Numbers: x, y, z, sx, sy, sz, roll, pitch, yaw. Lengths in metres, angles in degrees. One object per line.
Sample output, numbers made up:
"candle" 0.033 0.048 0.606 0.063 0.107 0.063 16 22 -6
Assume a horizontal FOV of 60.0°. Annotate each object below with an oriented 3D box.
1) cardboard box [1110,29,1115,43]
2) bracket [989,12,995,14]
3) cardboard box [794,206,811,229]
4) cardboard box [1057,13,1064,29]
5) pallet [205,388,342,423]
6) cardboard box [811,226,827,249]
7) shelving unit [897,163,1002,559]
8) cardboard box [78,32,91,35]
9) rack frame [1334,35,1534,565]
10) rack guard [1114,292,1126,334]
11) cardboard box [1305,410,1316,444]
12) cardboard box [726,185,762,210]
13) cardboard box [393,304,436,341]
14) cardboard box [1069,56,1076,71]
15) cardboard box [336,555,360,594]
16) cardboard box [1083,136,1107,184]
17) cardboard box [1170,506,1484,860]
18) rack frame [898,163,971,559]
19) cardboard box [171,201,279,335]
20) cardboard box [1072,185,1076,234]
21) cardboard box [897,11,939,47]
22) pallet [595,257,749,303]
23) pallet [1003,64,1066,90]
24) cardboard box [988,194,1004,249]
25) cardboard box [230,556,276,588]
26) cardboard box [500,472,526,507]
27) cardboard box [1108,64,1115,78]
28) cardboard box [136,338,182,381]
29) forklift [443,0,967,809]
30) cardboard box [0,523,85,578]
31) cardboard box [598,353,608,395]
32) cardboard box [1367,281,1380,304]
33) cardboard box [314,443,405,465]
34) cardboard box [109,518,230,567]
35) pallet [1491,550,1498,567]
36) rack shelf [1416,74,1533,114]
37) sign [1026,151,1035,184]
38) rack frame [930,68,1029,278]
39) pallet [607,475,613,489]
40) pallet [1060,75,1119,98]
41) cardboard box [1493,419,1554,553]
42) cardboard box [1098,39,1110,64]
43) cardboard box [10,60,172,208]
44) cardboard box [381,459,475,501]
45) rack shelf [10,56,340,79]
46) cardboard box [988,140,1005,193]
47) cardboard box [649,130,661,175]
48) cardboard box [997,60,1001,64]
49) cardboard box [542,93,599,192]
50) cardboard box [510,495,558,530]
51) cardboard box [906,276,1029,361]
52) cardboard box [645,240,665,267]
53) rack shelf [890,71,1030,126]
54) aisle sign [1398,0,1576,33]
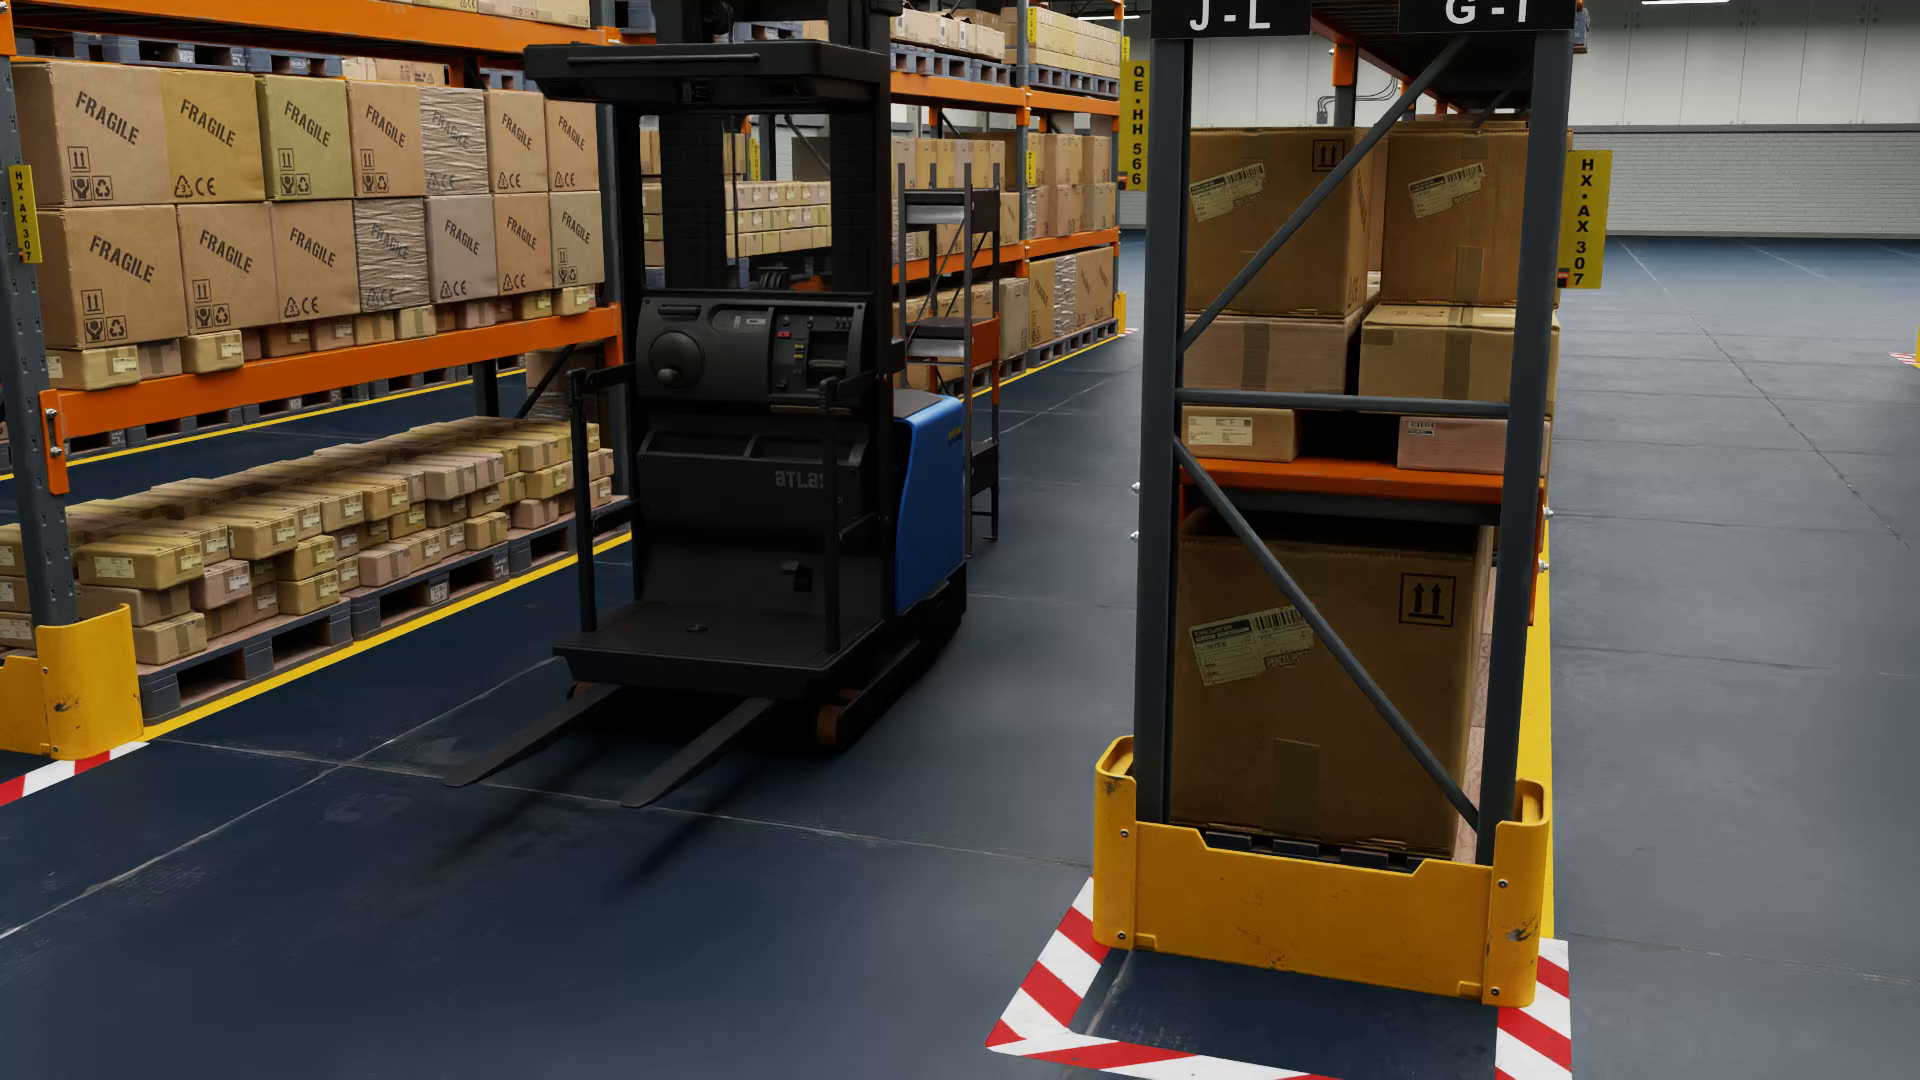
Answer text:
"cardboard box" 1.615 -5.927 19.577 0.380 0.149 0.250 4 14 19
"bracket" 0.901 -15.586 49.461 0.235 0.232 0.430 4 14 18
"cardboard box" -1.248 -2.227 11.455 0.380 0.149 0.250 5 14 20
"cardboard box" 0.876 -5.445 17.467 0.380 0.149 0.250 4 13 17
"pallet" -6.146 -1.223 14.372 1.003 0.211 1.213 4 14 18
"cardboard box" -1.163 -2.138 11.735 0.380 0.149 0.250 4 13 16
"shelving unit" -0.054 -0.989 9.102 0.431 2.100 0.503 4 14 18
"cardboard box" -6.644 -3.863 12.513 0.380 0.166 0.250 6 14 23
"rack frame" 2.263 -1.187 7.949 1.000 3.000 0.127 4 14 18
"rack guard" 1.493 -2.879 20.977 1.175 0.500 0.348 4 14 18
"cardboard box" 0.855 -0.376 4.960 0.380 0.149 0.250 5 14 19
"cardboard box" -1.500 -2.207 10.701 0.380 0.149 0.250 4 14 18
"cardboard box" -2.706 -1.032 7.833 0.380 0.149 0.250 5 14 20
"cardboard box" 1.040 -5.164 18.028 0.380 0.149 0.250 4 14 18
"cardboard box" -2.960 0.154 7.535 0.380 0.149 0.250 4 14 19
"cardboard box" 1.237 -4.494 19.674 0.875 0.550 0.550 4 14 18
"cardboard box" 1.100 0.345 5.065 0.875 0.875 0.875 4 14 18
"rack frame" -0.133 -0.937 8.876 0.400 2.100 0.015 4 14 18
"cardboard box" -3.136 -1.107 6.702 0.500 0.500 0.500 4 14 19
"cardboard box" 0.818 -3.743 18.811 0.875 0.550 0.500 4 14 18
"cardboard box" -0.499 -4.293 13.983 0.500 0.250 0.500 5 14 20
"pallet" -2.013 -1.623 10.288 1.003 0.211 1.213 4 14 18
"pallet" 0.465 -4.841 17.415 1.003 0.211 1.213 4 14 18
"cardboard box" 0.111 -3.063 15.944 0.500 0.500 0.500 4 14 18
"cardboard box" -3.142 0.113 7.046 0.380 0.149 0.250 5 14 19
"cardboard box" -2.519 -0.275 8.747 0.380 0.149 0.250 4 14 19
"cardboard box" 1.616 -5.538 19.668 0.380 0.149 0.250 4 14 19
"cardboard box" -3.234 -0.702 6.389 0.380 0.149 0.250 5 14 20
"forklift" -0.867 -0.725 6.219 1.129 2.867 3.031 4 13 16
"cardboard box" -3.760 0.042 6.690 0.380 0.149 0.250 5 14 19
"cardboard box" -1.909 -1.054 10.354 0.500 0.250 0.500 4 13 16
"cardboard box" 1.203 -0.752 5.711 0.500 0.250 0.500 4 13 16
"cardboard box" -3.108 -0.398 8.618 0.380 0.149 0.250 5 14 20
"cardboard box" -3.226 0.019 6.790 0.380 0.149 0.250 5 14 19
"pallet" 2.441 0.004 8.995 1.003 0.211 1.213 4 14 18
"rack shelf" 4.204 -3.562 13.231 1.077 0.370 4.000 4 14 18
"sign" 0.707 -3.739 16.705 0.100 0.325 0.005 4 14 18
"rack frame" 0.191 -3.250 16.987 1.000 3.000 0.127 4 14 18
"pallet" -2.147 -0.370 10.636 1.003 0.211 1.213 4 14 18
"pallet" 1.255 -5.355 19.666 1.003 0.211 1.213 4 14 18
"cardboard box" 2.451 -0.492 8.736 1.225 0.875 0.875 4 14 19
"cardboard box" 1.428 -5.652 19.268 0.500 0.250 0.500 4 14 19
"cardboard box" -3.296 -1.480 6.092 0.500 0.500 0.500 4 14 18
"cardboard box" -2.619 -0.297 8.175 0.380 0.149 0.250 4 13 16
"rack shelf" -6.467 -3.434 12.667 1.077 0.370 4.000 4 14 18
"cardboard box" 0.036 -3.681 16.405 0.700 0.500 0.500 4 13 17
"cardboard box" -3.804 -4.553 19.556 0.700 0.500 0.500 4 13 17
"cardboard box" -3.616 -3.698 13.310 4.969 0.909 11.472 4 13 17
"cardboard box" -2.294 -2.129 8.933 0.500 0.500 0.500 4 13 16
"cardboard box" -2.390 -0.165 8.931 0.380 0.149 0.250 4 13 17
"cardboard box" 0.075 -2.221 16.590 1.050 0.750 0.750 4 14 18
"cardboard box" -1.835 -1.698 9.807 0.380 0.149 0.250 4 13 16
"rack shelf" -0.456 -3.941 14.888 1.077 0.370 4.000 4 14 18
"aisle sign" 1.229 -1.576 3.809 0.394 0.787 0.004 4 14 18
